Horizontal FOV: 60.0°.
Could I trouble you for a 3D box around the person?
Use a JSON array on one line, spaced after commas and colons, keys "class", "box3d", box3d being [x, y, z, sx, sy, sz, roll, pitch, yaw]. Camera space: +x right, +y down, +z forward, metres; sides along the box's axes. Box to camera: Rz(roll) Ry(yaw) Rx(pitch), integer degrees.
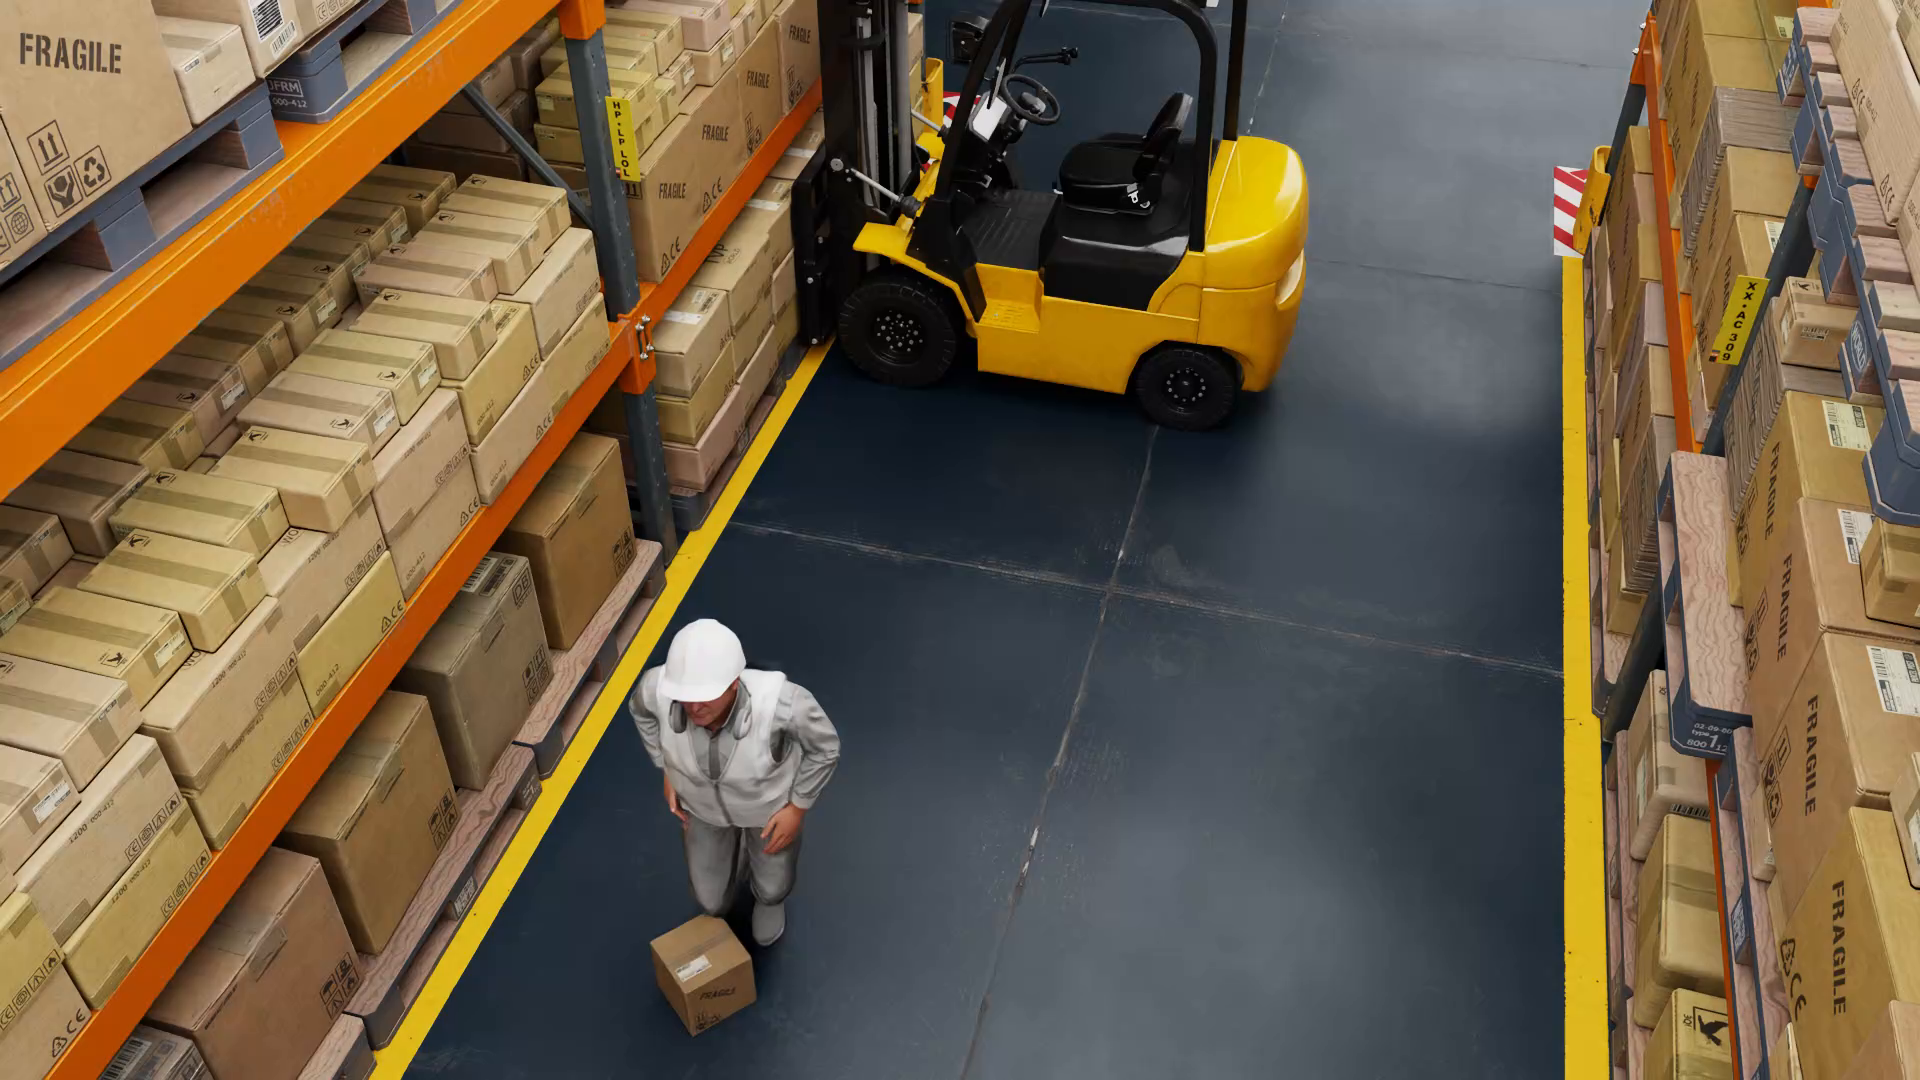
[{"class": "person", "box3d": [-0.697, 0.776, 5.311, 0.677, 1.679, 0.695, 4, 41, 5]}]
